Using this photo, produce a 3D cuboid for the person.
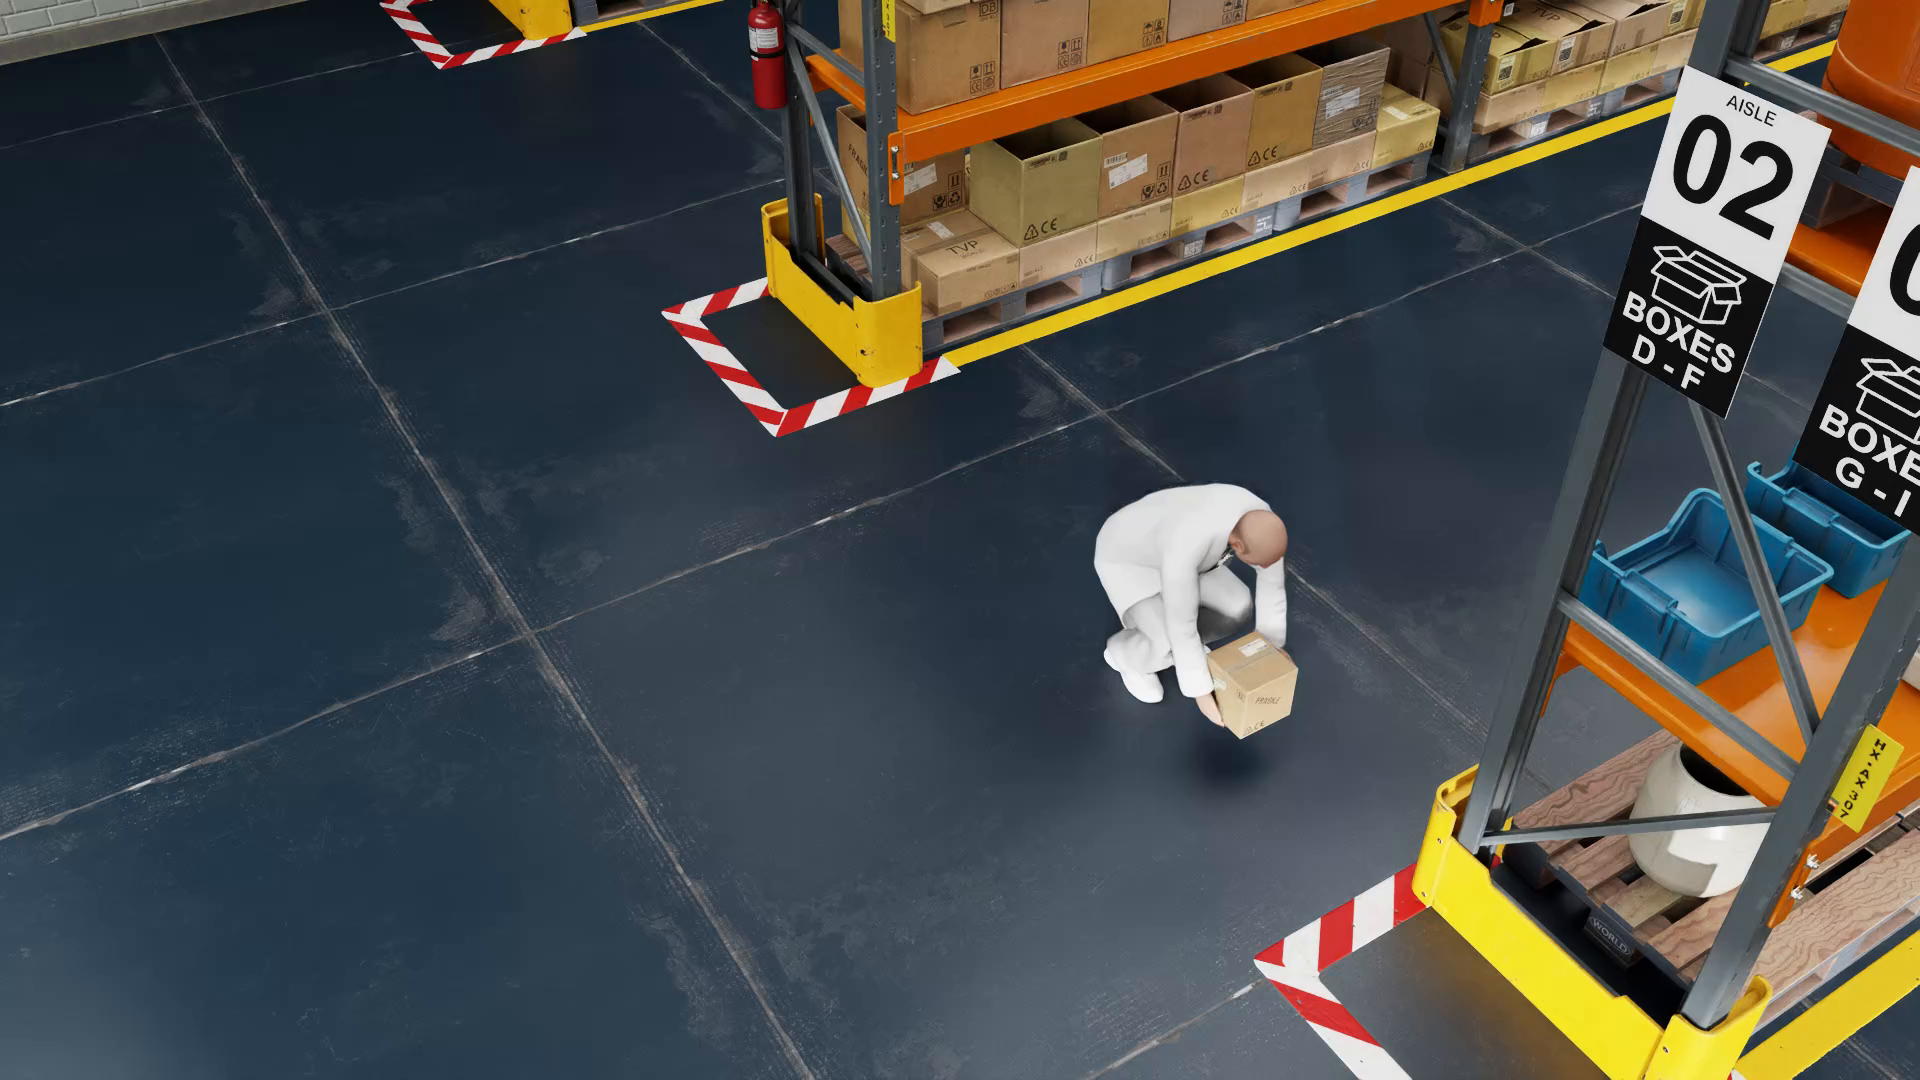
[{"bbox_3d":[0.911,0.176,6.516,0.612,1.062,0.893,-22,45,-24],"label":"person"}]
